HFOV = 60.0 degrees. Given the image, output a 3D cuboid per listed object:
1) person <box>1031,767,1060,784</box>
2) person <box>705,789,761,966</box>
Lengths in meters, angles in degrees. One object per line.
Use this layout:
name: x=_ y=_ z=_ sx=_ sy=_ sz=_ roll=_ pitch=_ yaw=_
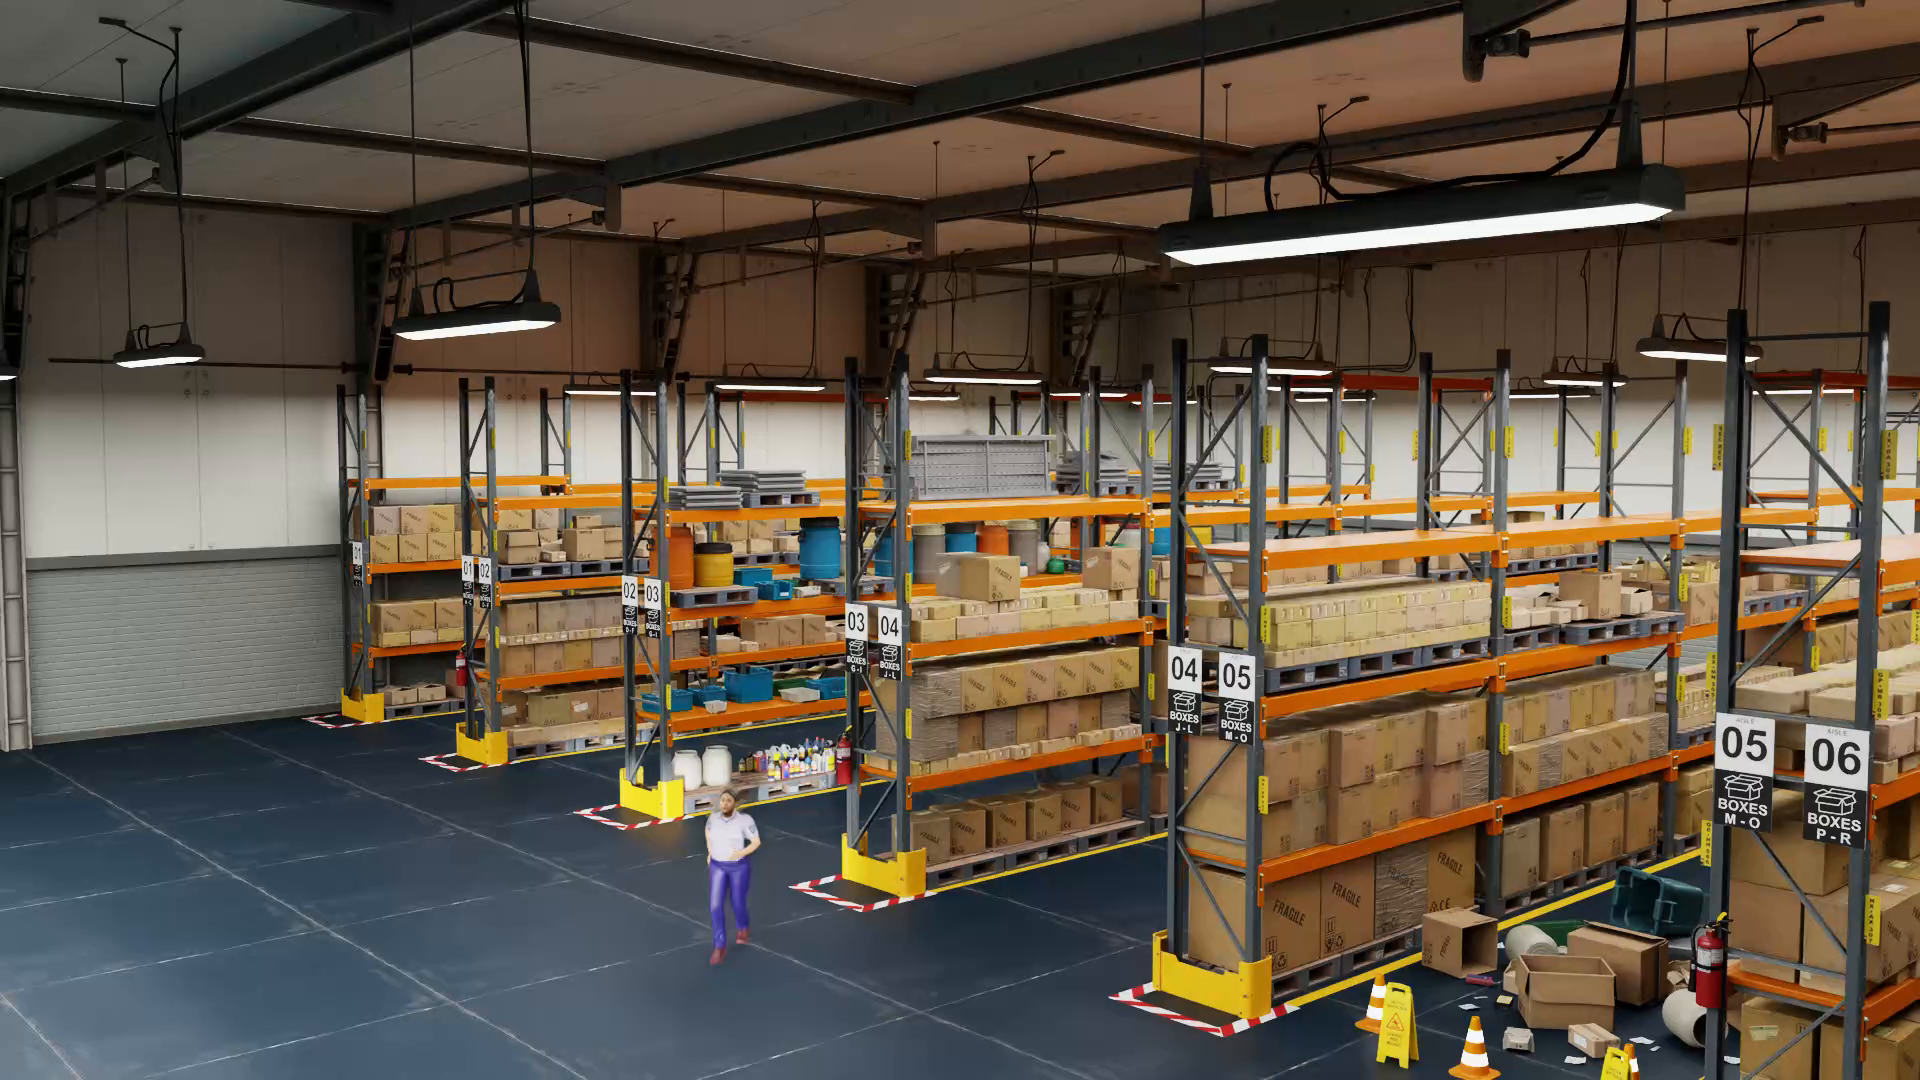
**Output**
person: x=1.150 y=2.799 z=22.780 sx=0.751 sy=1.768 sz=0.662 roll=-3 pitch=5 yaw=-38
person: x=-2.252 y=3.281 z=16.412 sx=0.603 sy=1.681 sz=0.810 roll=0 pitch=4 yaw=5
